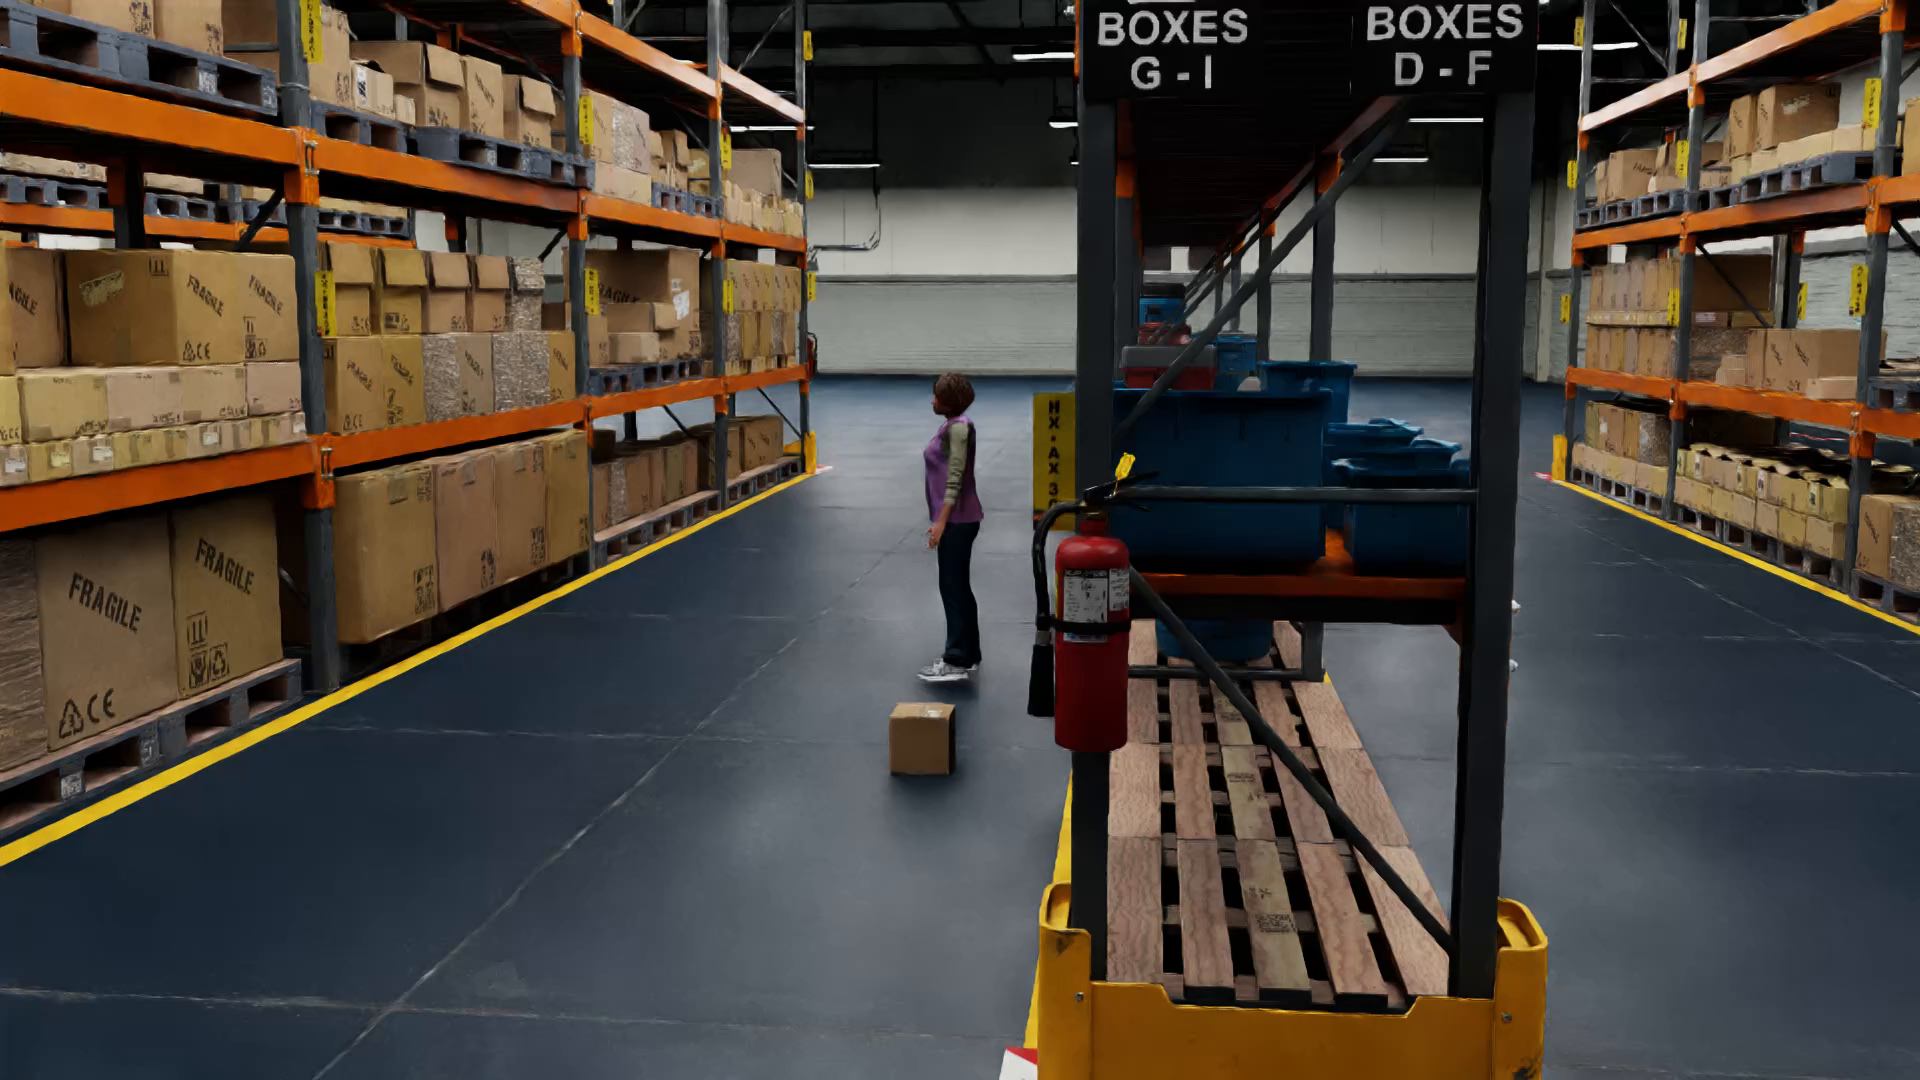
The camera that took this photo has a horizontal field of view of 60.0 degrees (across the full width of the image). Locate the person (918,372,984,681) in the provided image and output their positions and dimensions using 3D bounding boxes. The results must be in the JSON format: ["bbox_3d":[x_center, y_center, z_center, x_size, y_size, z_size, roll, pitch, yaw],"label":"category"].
[{"bbox_3d":[-0.047,-0.069,8.666,0.345,1.603,0.475,0,8,-1],"label":"person"}]
